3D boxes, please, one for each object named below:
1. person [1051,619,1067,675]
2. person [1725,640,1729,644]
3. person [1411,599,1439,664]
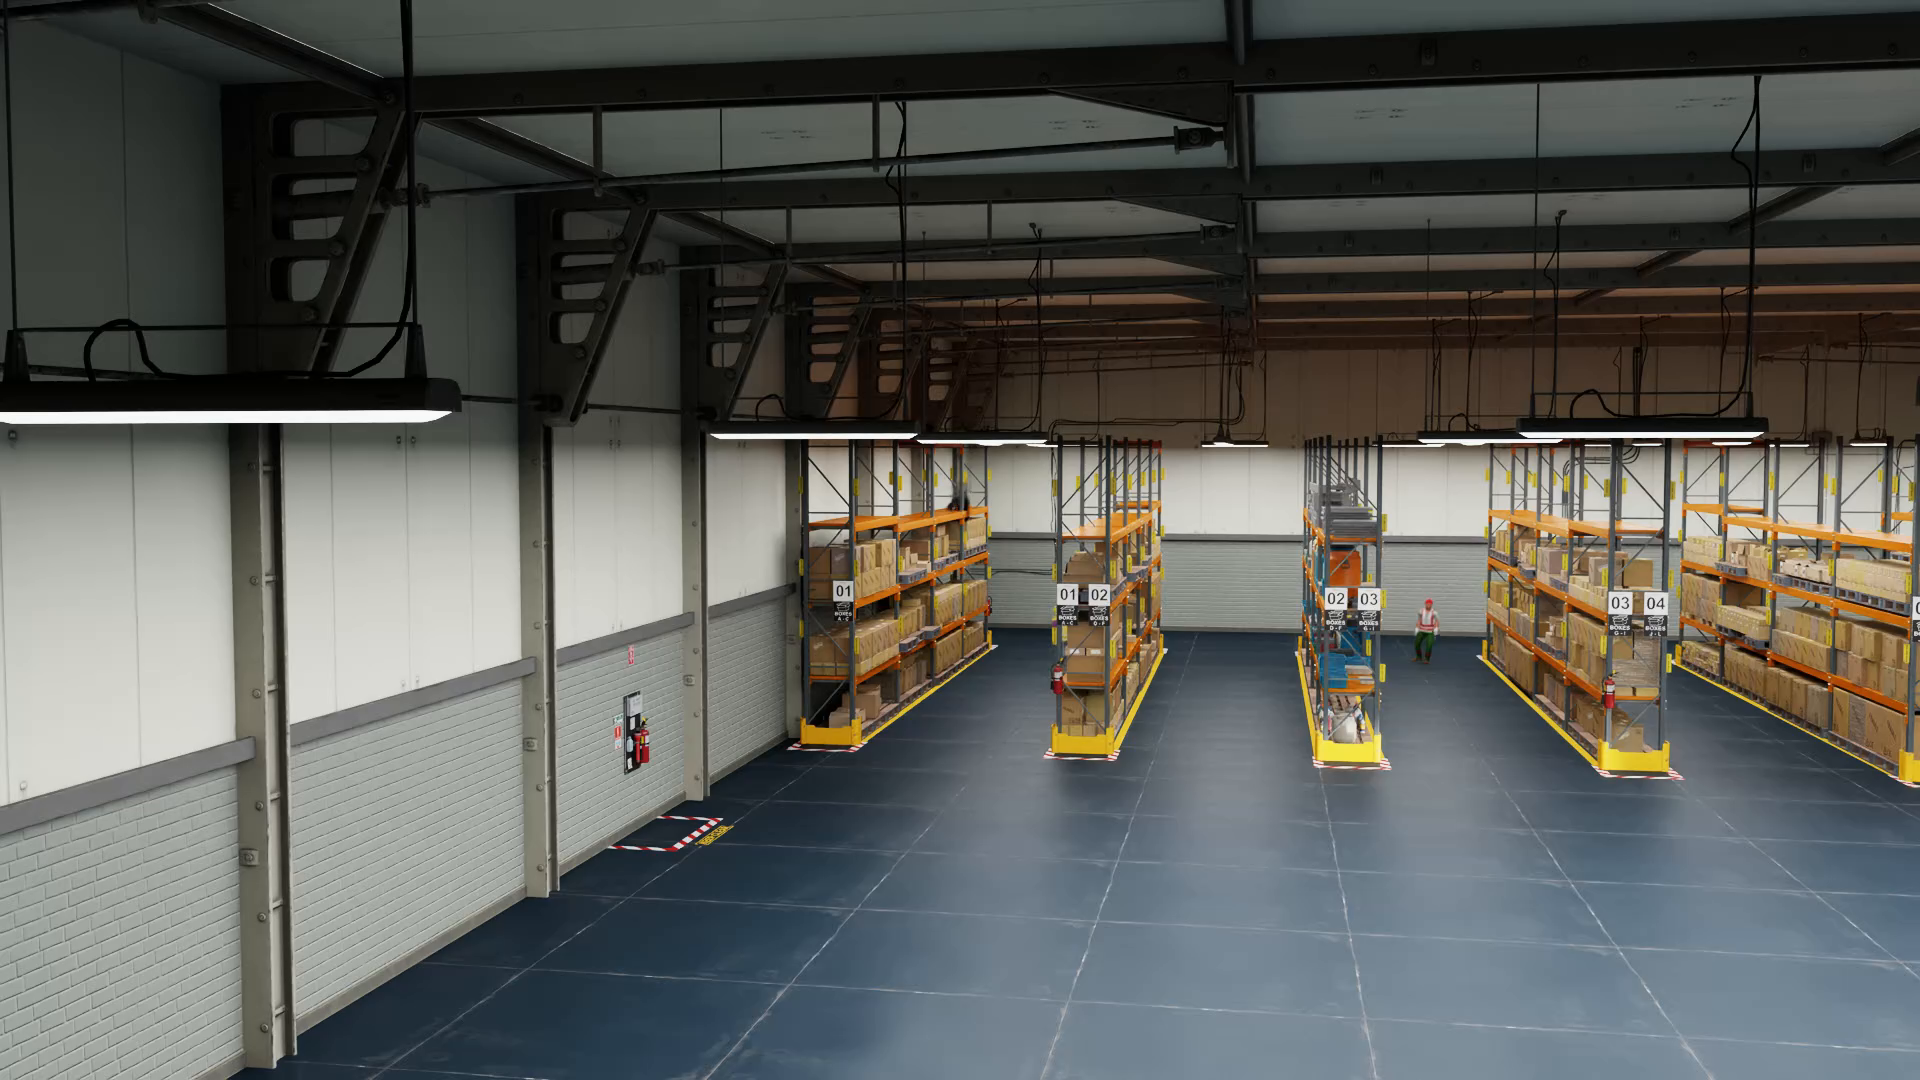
[{"bbox_3d":[2.644,2.573,42.346,0.655,1.730,0.594,-1,3,-21],"label":"person"},{"bbox_3d":[21.007,2.554,45.712,0.931,1.391,0.601,-1,3,-15],"label":"person"},{"bbox_3d":[12.408,2.443,44.384,0.770,1.751,0.572,2,4,29],"label":"person"}]
